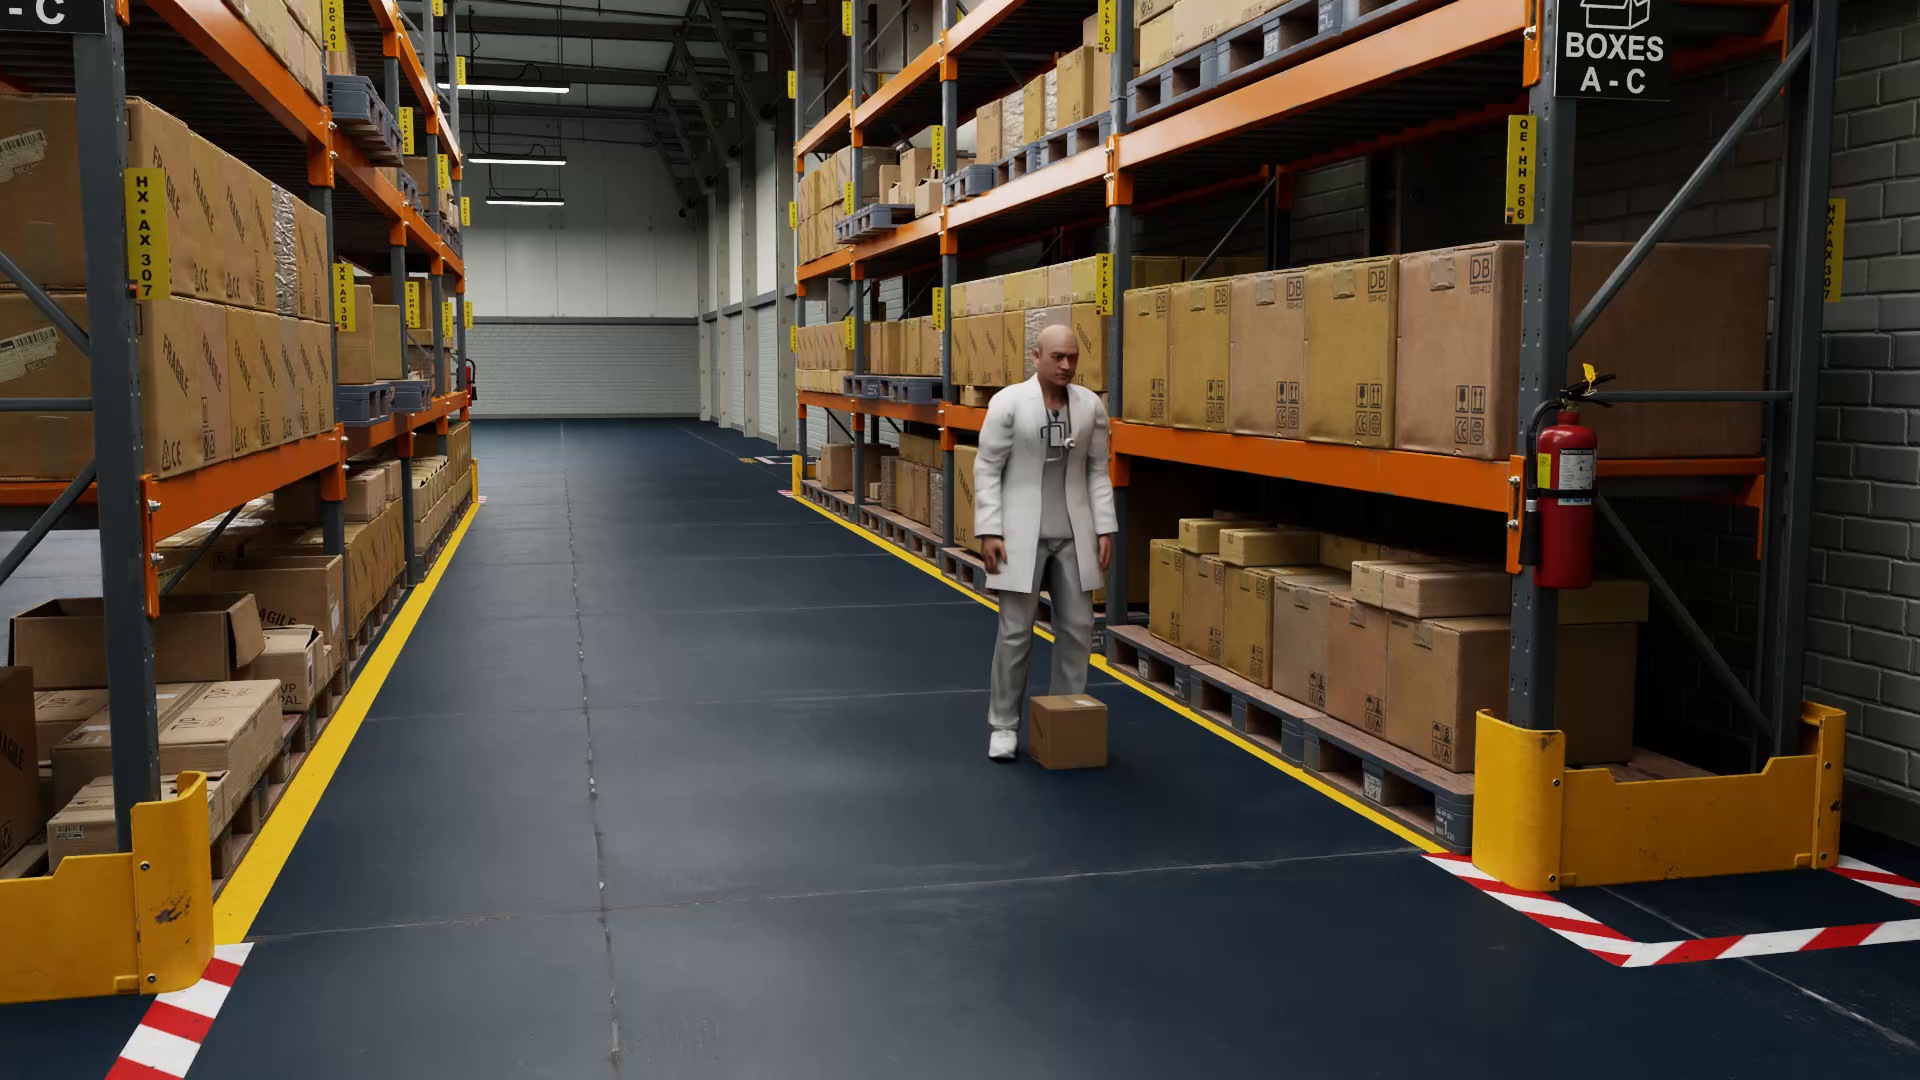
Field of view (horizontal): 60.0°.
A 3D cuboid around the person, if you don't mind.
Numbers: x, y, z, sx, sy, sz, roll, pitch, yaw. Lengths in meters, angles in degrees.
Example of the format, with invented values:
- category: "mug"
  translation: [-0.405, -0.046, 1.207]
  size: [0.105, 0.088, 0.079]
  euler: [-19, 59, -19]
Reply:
- category: "person"
  translation: [0.363, -0.003, 6.913]
  size: [0.635, 1.773, 0.427]
  euler: [-2, 6, -17]
